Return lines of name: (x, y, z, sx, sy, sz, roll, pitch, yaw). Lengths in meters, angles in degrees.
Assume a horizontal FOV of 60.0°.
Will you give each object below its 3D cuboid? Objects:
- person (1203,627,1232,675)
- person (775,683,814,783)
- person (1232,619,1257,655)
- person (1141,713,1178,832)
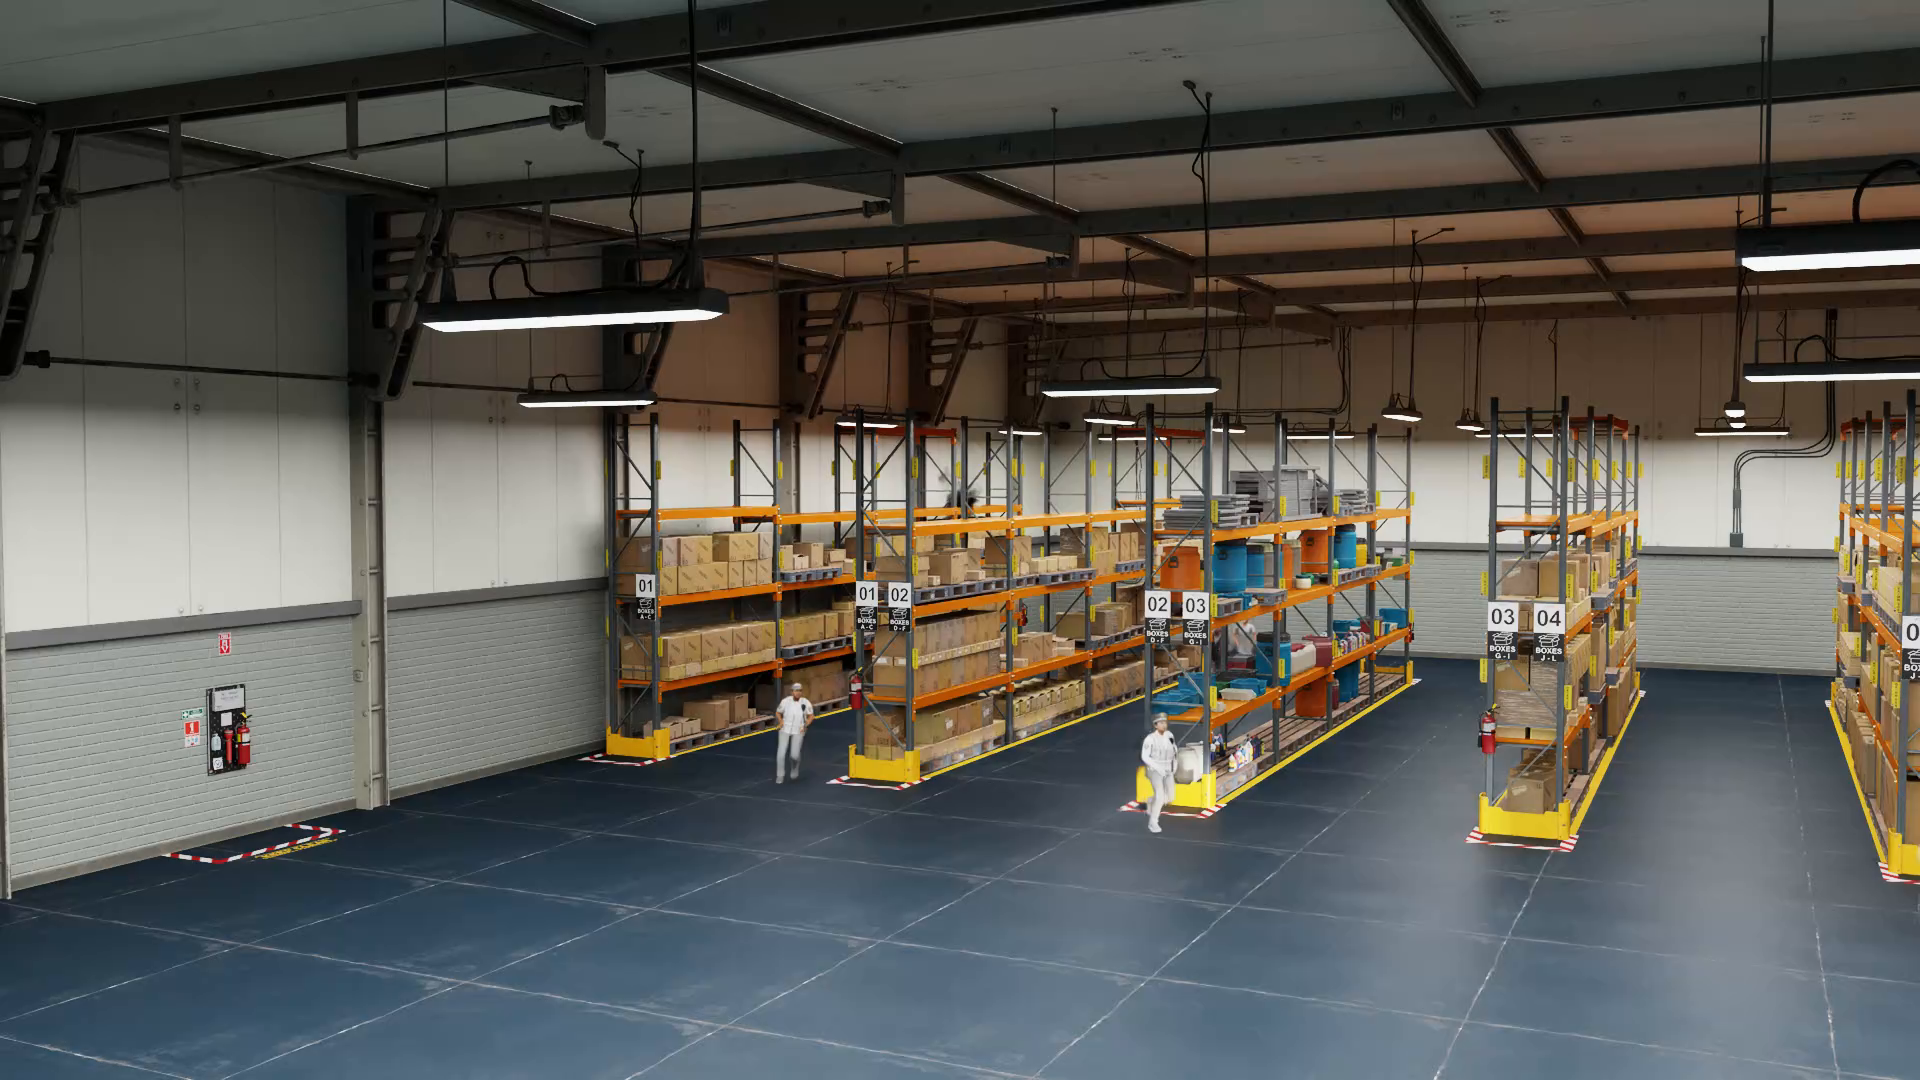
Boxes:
person: (5.597, 2.638, 36.236, 0.667, 1.685, 0.779, 1, 3, 20)
person: (-2.668, 3.089, 26.628, 0.608, 1.595, 0.486, 0, 2, 1)
person: (6.680, 2.540, 39.142, 0.570, 1.634, 0.553, 1, 2, 16)
person: (2.787, 3.212, 23.112, 0.646, 1.665, 0.618, -1, 3, -27)
